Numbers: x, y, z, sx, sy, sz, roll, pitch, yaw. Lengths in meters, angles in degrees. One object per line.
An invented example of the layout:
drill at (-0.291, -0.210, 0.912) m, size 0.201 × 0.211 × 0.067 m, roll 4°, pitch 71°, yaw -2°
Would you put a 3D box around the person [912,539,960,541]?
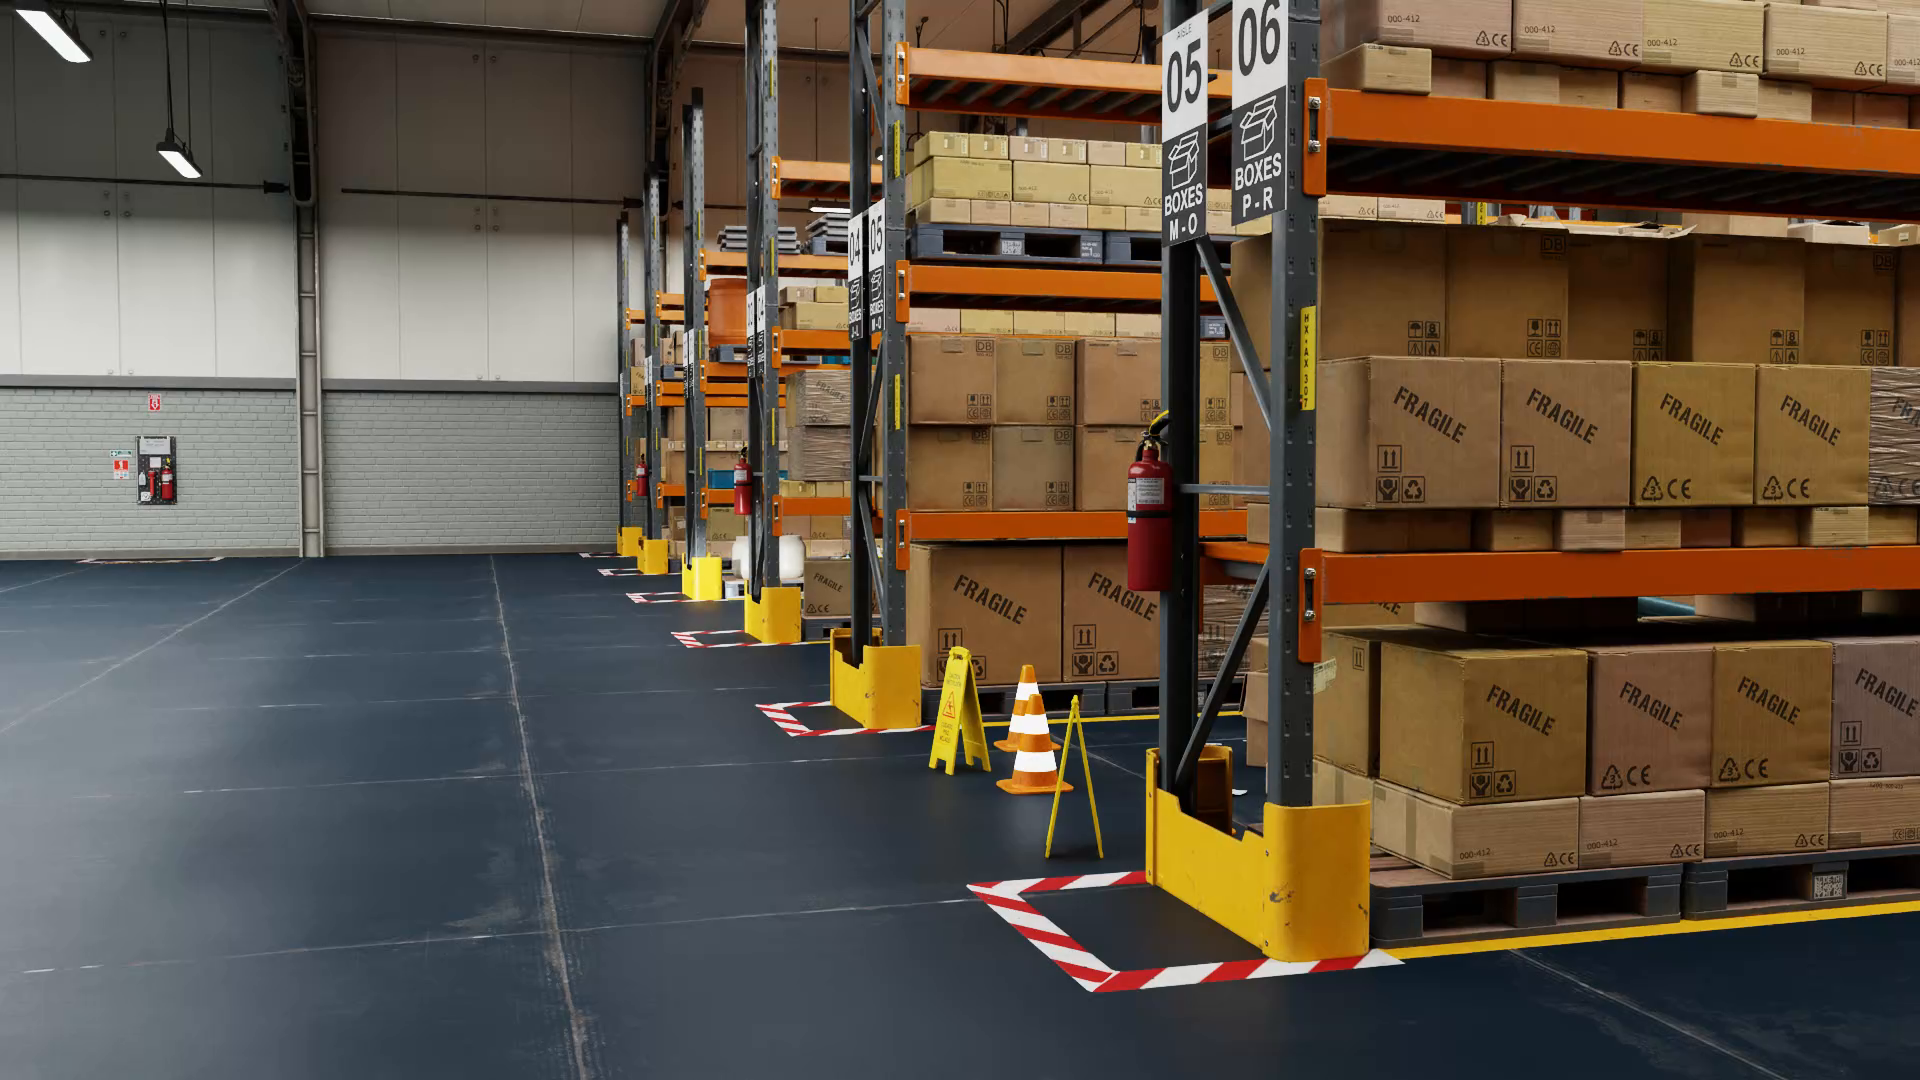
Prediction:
person at (-0.258, -0.116, 18.246) m, size 0.613 × 1.778 × 0.452 m, roll -1°, pitch 3°, yaw -20°
